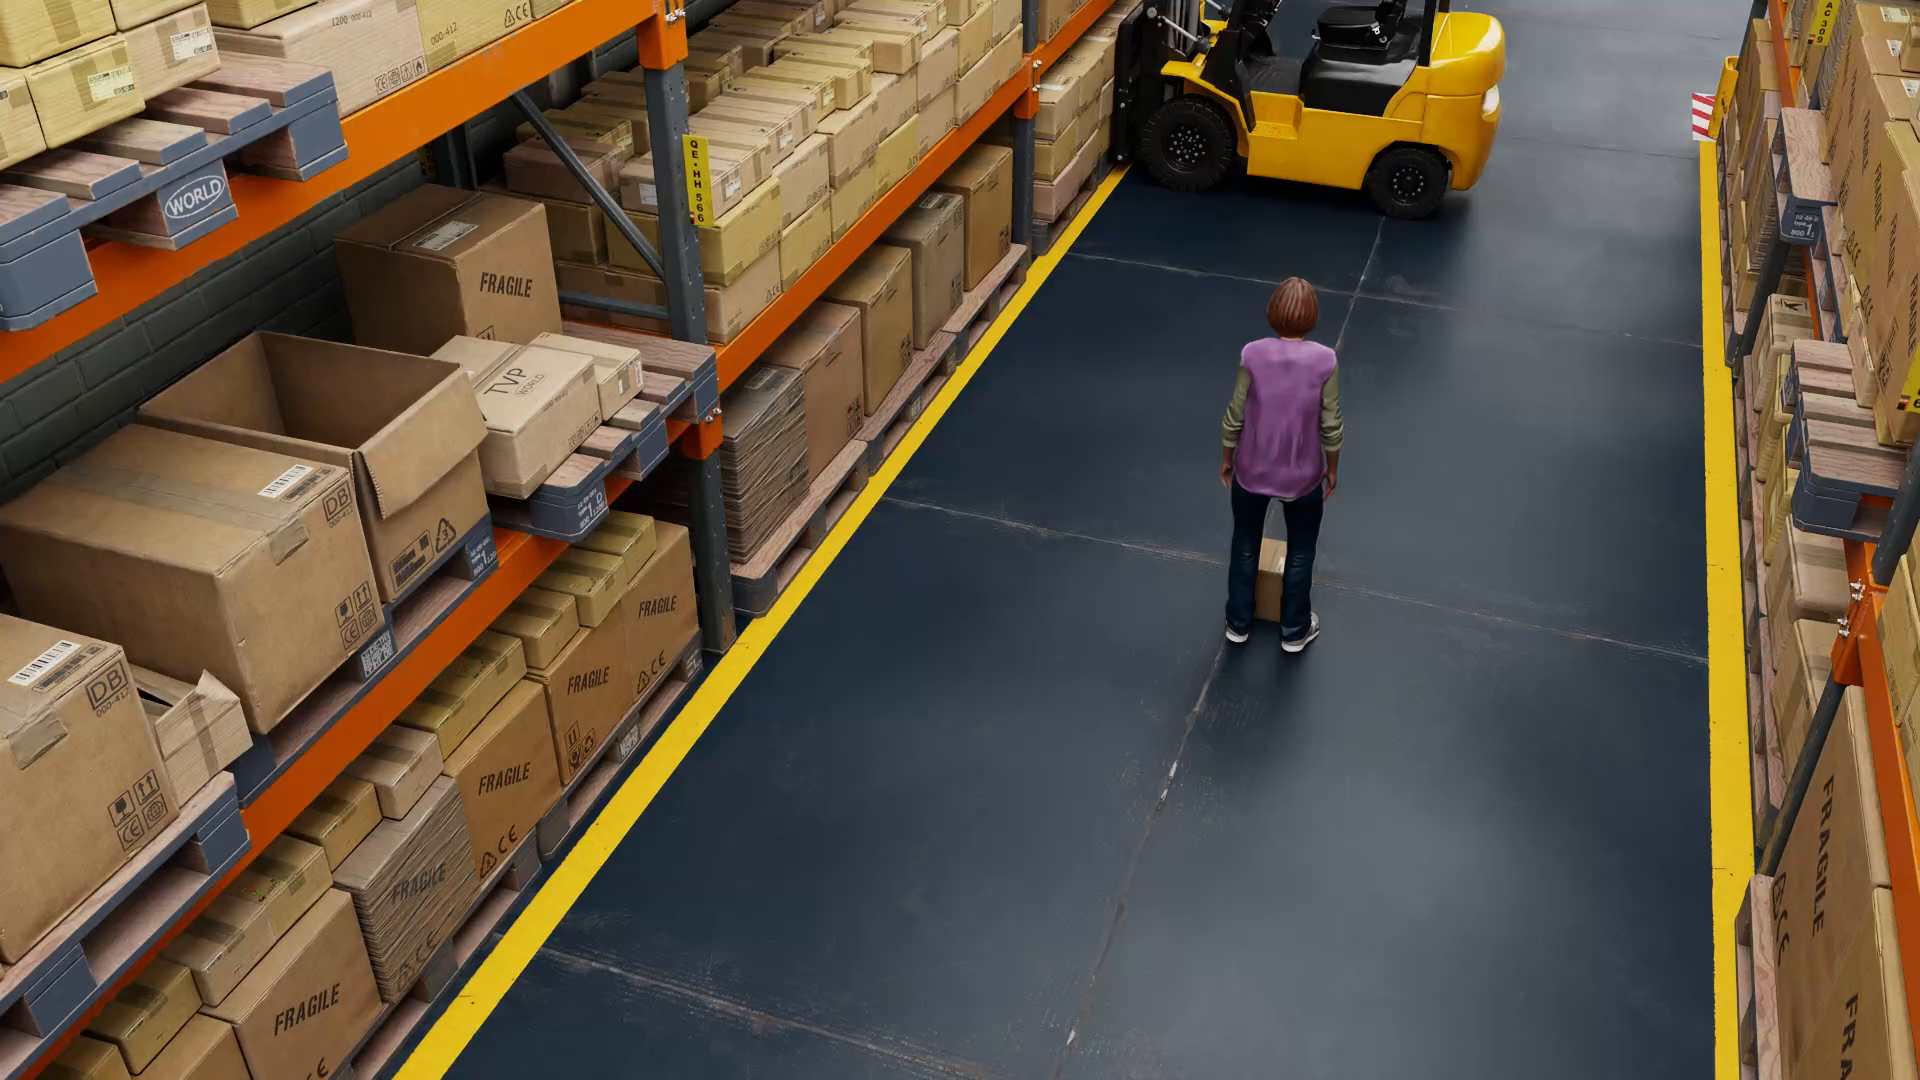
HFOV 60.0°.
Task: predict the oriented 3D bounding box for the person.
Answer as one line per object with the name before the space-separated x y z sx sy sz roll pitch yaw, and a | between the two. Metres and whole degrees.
person | 1.257 -0.262 6.545 0.480 1.591 0.347 9 35 13
